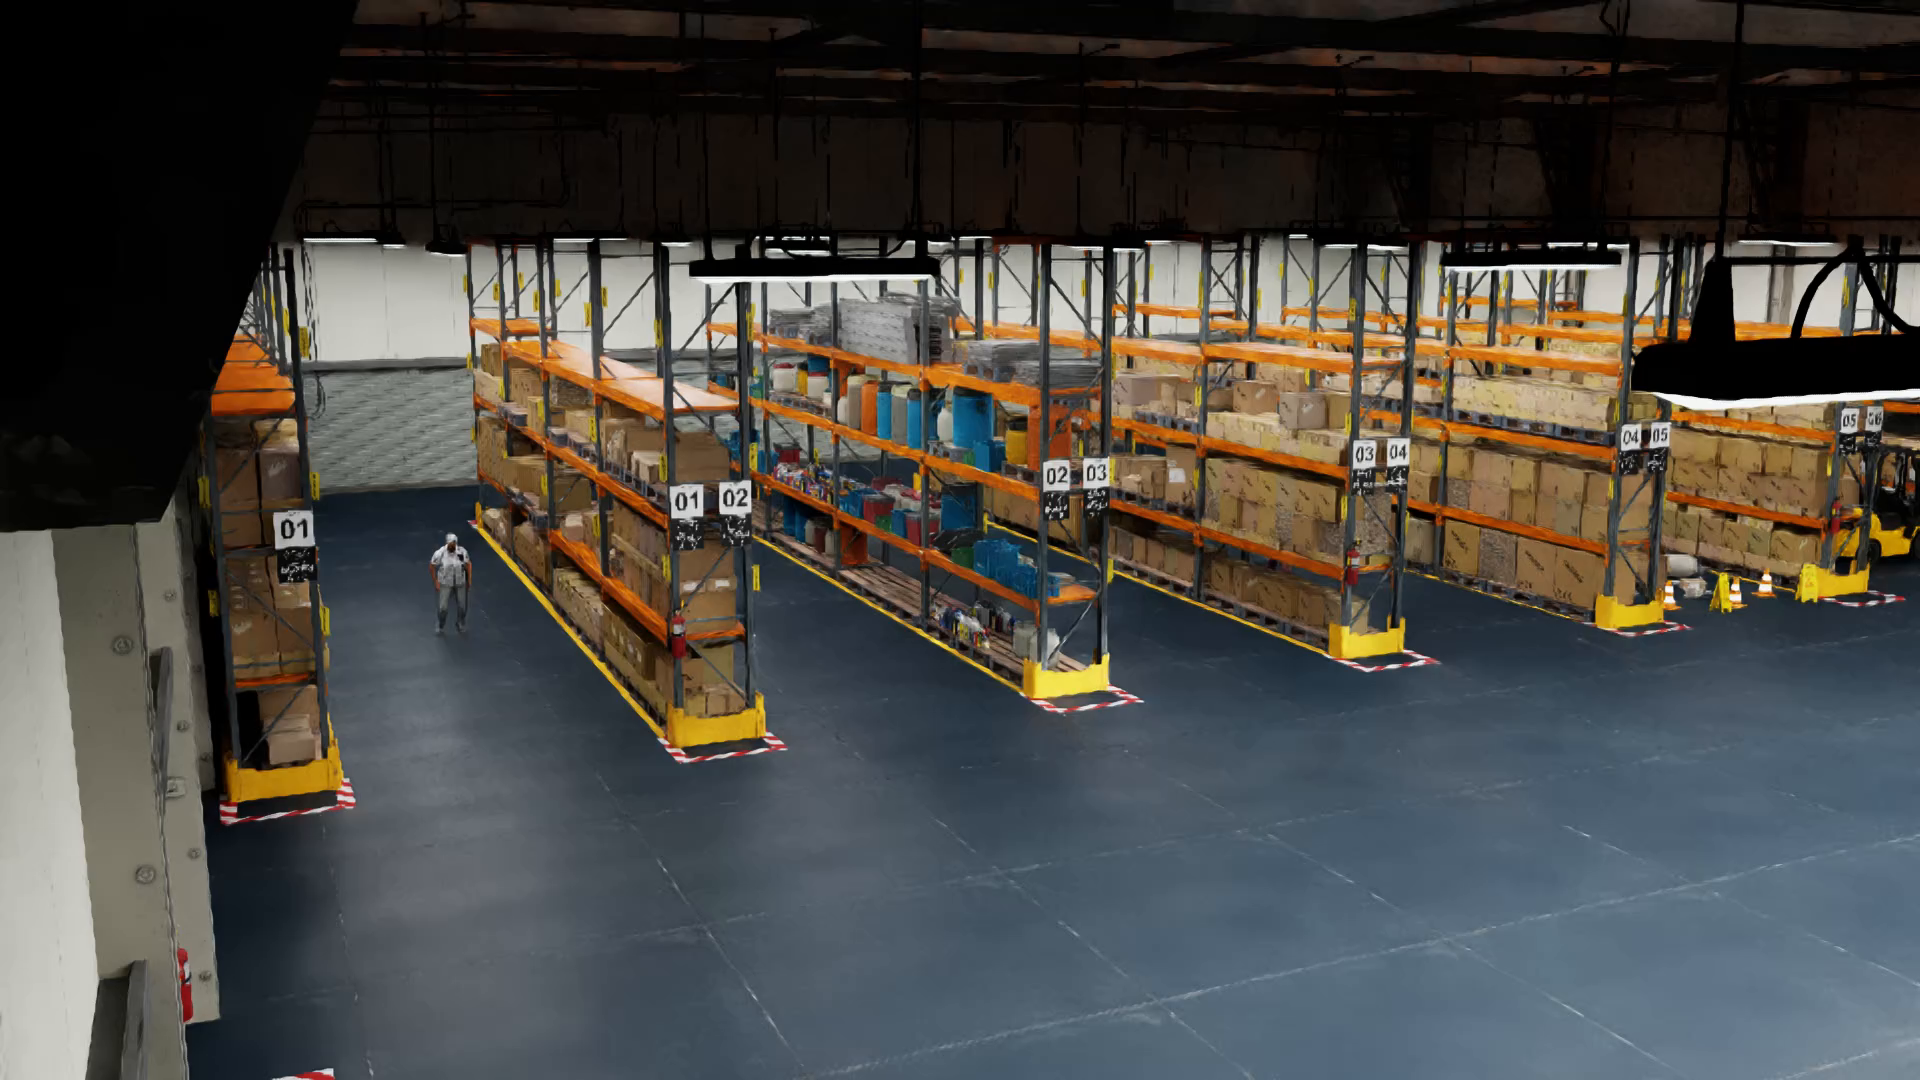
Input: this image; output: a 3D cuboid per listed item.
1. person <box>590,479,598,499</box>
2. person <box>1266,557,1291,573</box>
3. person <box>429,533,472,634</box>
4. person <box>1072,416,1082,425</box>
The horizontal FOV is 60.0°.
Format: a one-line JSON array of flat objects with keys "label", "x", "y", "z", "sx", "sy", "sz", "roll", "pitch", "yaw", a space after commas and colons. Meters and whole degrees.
[{"label": "person", "x": -8.277, "y": -1.713, "z": 37.687, "sx": 0.519, "sy": 1.640, "sz": 0.680, "roll": 4, "pitch": 12, "yaw": 22}, {"label": "person", "x": 5.642, "y": -0.195, "z": 29.661, "sx": 0.569, "sy": 1.668, "sz": 0.555, "roll": 1, "pitch": 11, "yaw": 7}, {"label": "person", "x": -7.799, "y": 0.662, "z": 25.532, "sx": 0.625, "sy": 1.611, "sz": 0.582, "roll": -5, "pitch": 12, "yaw": -26}, {"label": "person", "x": 3.047, "y": -2.899, "z": 43.573, "sx": 0.633, "sy": 1.735, "sz": 1.042, "roll": 0, "pitch": 11, "yaw": -2}]
